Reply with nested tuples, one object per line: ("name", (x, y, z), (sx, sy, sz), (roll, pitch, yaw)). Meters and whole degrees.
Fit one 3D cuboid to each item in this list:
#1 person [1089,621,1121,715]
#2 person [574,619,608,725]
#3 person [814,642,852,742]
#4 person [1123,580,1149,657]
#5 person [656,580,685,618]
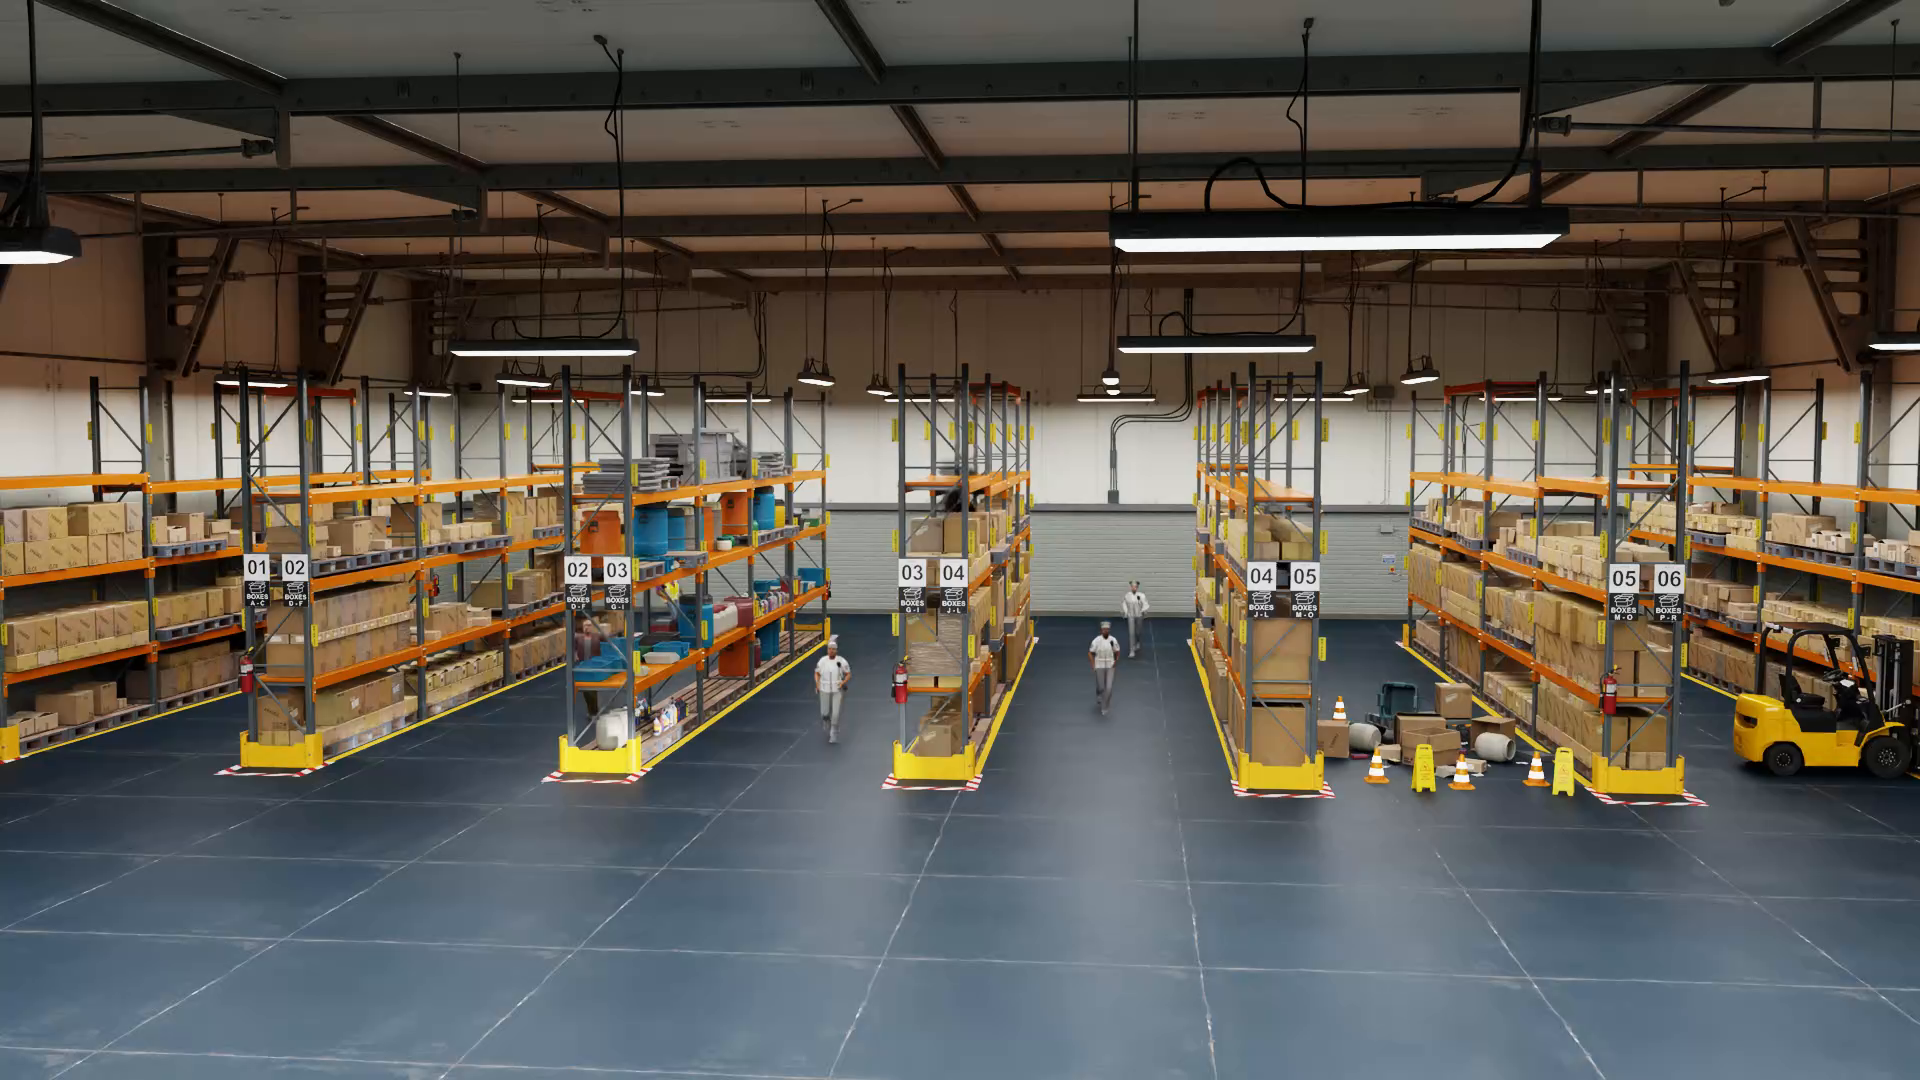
("person", (2.597, 2.276, 29.789), (0.582, 1.665, 0.578), (0, 4, -2))
("person", (-6.428, 2.281, 28.747), (0.689, 1.827, 0.832), (0, 4, 3))
("person", (-2.078, 2.465, 27.120), (0.616, 1.627, 0.550), (0, 4, 2))
("person", (3.952, 1.744, 37.396), (0.608, 1.705, 0.833), (1, 4, 12))
("person", (-7.209, 1.502, 41.521), (0.561, 1.686, 0.702), (3, 5, 38))
